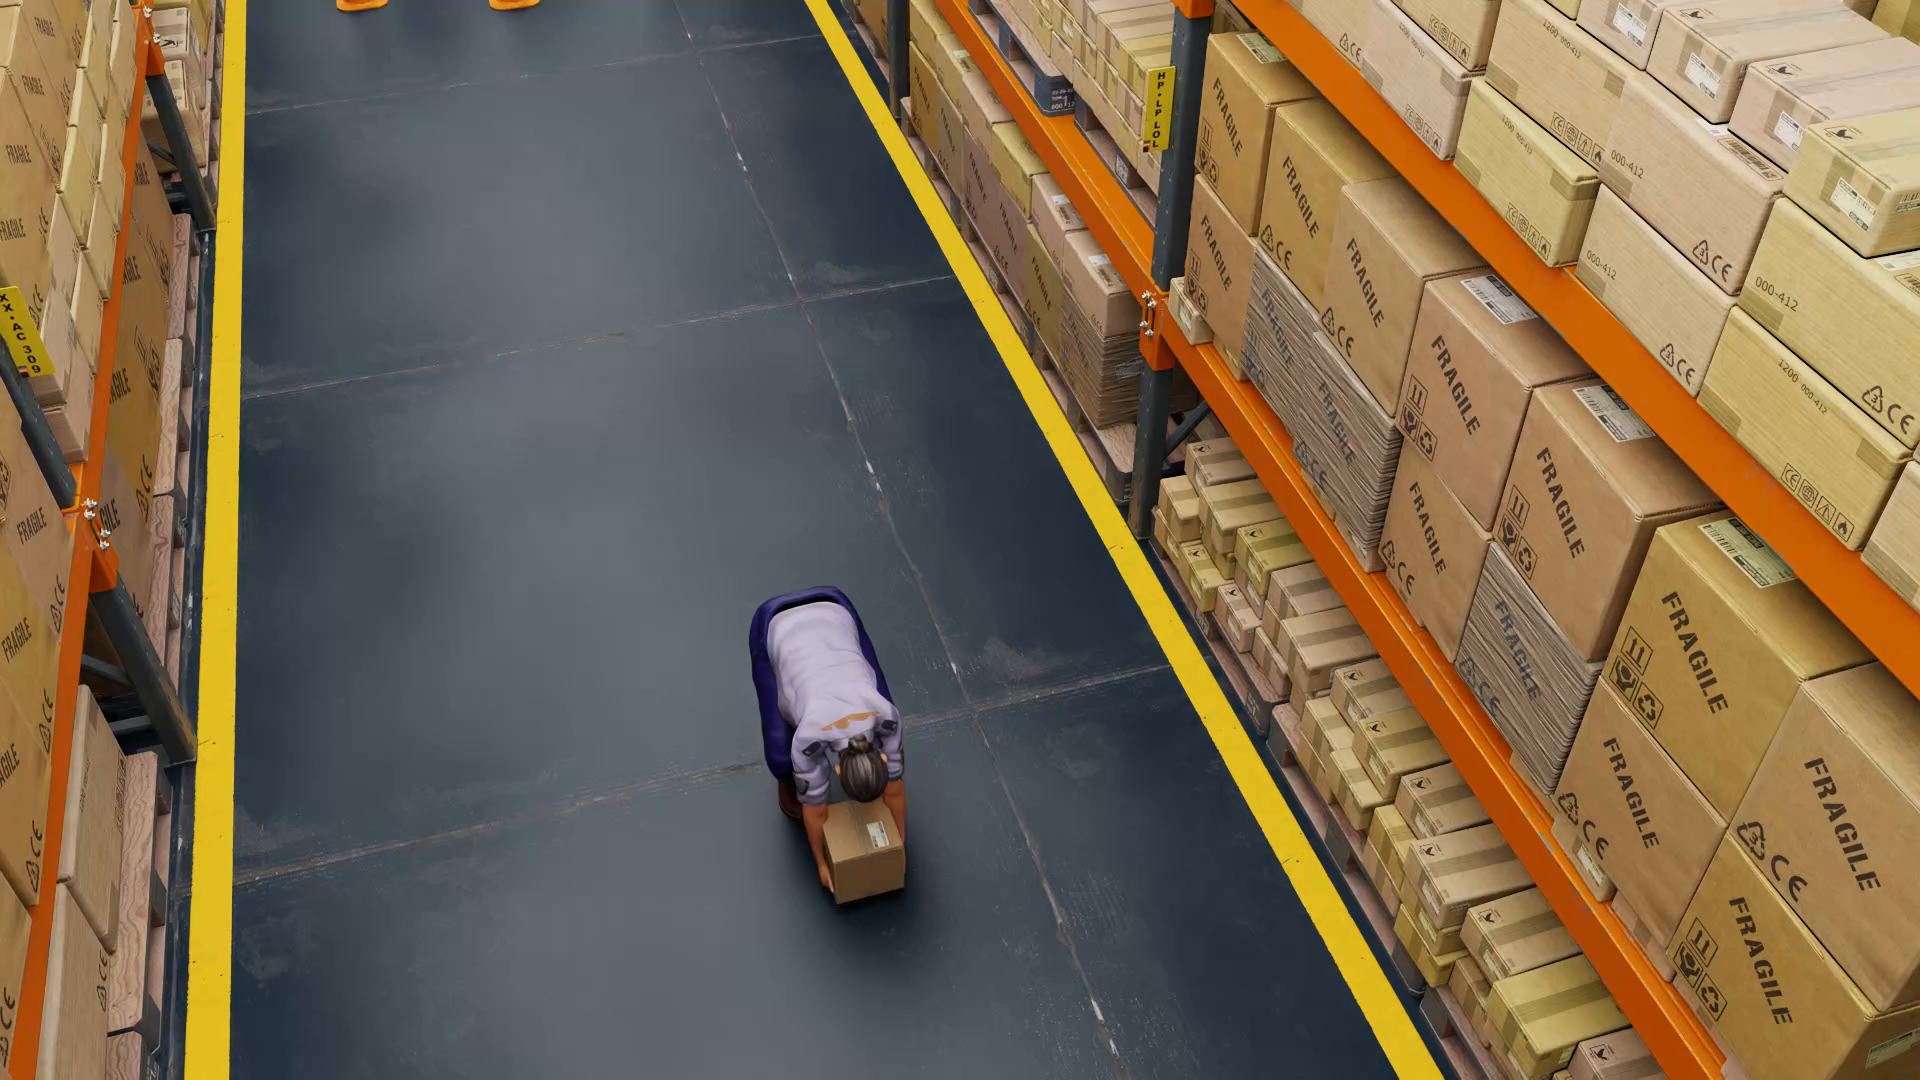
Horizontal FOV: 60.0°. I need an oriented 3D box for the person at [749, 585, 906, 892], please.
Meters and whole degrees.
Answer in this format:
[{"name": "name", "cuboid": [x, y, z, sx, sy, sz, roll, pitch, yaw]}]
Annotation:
[{"name": "person", "cuboid": [-0.453, 0.711, 5.965, 0.502, 0.881, 0.898, -14, 44, -15]}]
